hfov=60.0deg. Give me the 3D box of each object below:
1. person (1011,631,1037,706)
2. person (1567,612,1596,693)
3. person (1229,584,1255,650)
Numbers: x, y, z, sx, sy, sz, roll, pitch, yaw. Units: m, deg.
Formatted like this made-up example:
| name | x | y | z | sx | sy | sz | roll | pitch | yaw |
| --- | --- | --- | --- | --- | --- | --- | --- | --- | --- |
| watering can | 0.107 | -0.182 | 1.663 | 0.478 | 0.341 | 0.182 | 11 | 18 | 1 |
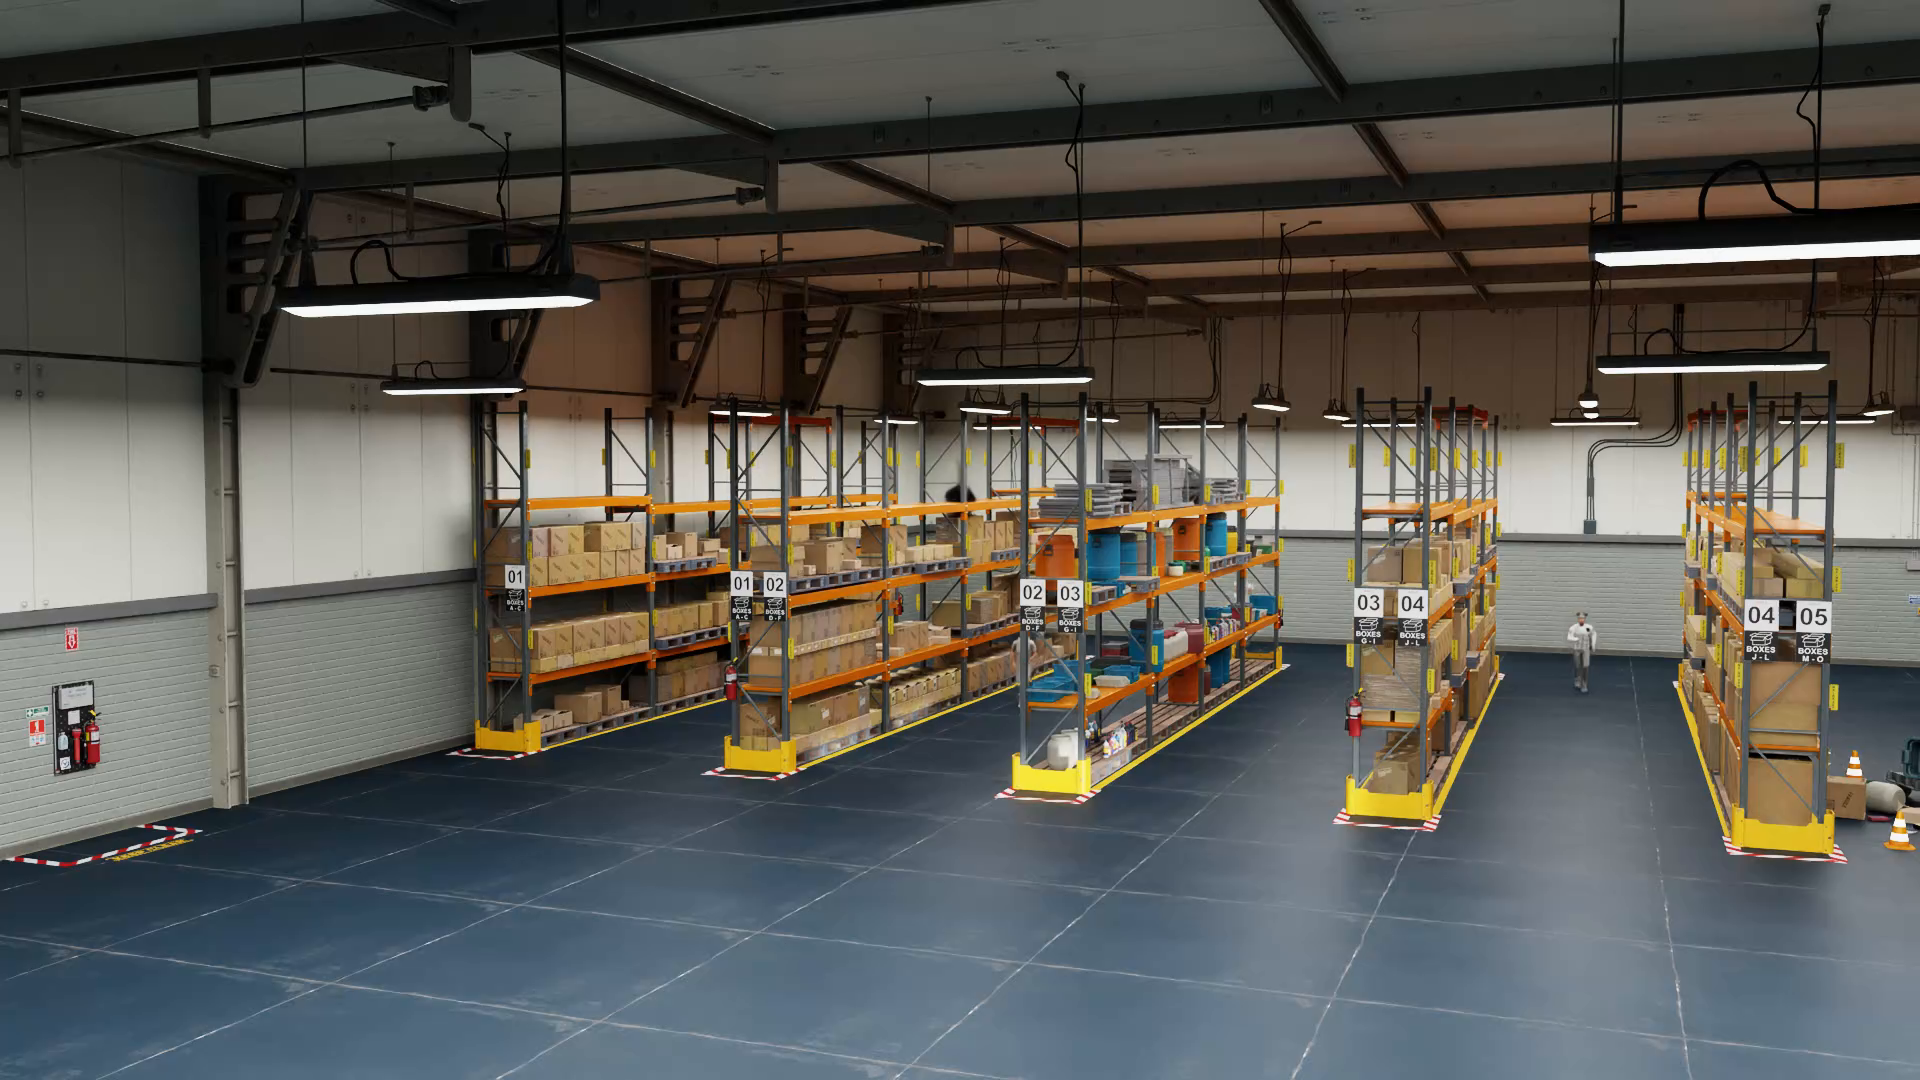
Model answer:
| name | x | y | z | sx | sy | sz | roll | pitch | yaw |
| --- | --- | --- | --- | --- | --- | --- | --- | --- | --- |
| person | 1.295 | 2.569 | 33.597 | 0.530 | 1.607 | 0.665 | 0 | 3 | 3 |
| person | 13.424 | 2.411 | 35.908 | 0.596 | 1.745 | 0.829 | 1 | 3 | 18 |
| person | 7.406 | 2.018 | 43.713 | 0.852 | 1.749 | 0.615 | -1 | 3 | -19 |
